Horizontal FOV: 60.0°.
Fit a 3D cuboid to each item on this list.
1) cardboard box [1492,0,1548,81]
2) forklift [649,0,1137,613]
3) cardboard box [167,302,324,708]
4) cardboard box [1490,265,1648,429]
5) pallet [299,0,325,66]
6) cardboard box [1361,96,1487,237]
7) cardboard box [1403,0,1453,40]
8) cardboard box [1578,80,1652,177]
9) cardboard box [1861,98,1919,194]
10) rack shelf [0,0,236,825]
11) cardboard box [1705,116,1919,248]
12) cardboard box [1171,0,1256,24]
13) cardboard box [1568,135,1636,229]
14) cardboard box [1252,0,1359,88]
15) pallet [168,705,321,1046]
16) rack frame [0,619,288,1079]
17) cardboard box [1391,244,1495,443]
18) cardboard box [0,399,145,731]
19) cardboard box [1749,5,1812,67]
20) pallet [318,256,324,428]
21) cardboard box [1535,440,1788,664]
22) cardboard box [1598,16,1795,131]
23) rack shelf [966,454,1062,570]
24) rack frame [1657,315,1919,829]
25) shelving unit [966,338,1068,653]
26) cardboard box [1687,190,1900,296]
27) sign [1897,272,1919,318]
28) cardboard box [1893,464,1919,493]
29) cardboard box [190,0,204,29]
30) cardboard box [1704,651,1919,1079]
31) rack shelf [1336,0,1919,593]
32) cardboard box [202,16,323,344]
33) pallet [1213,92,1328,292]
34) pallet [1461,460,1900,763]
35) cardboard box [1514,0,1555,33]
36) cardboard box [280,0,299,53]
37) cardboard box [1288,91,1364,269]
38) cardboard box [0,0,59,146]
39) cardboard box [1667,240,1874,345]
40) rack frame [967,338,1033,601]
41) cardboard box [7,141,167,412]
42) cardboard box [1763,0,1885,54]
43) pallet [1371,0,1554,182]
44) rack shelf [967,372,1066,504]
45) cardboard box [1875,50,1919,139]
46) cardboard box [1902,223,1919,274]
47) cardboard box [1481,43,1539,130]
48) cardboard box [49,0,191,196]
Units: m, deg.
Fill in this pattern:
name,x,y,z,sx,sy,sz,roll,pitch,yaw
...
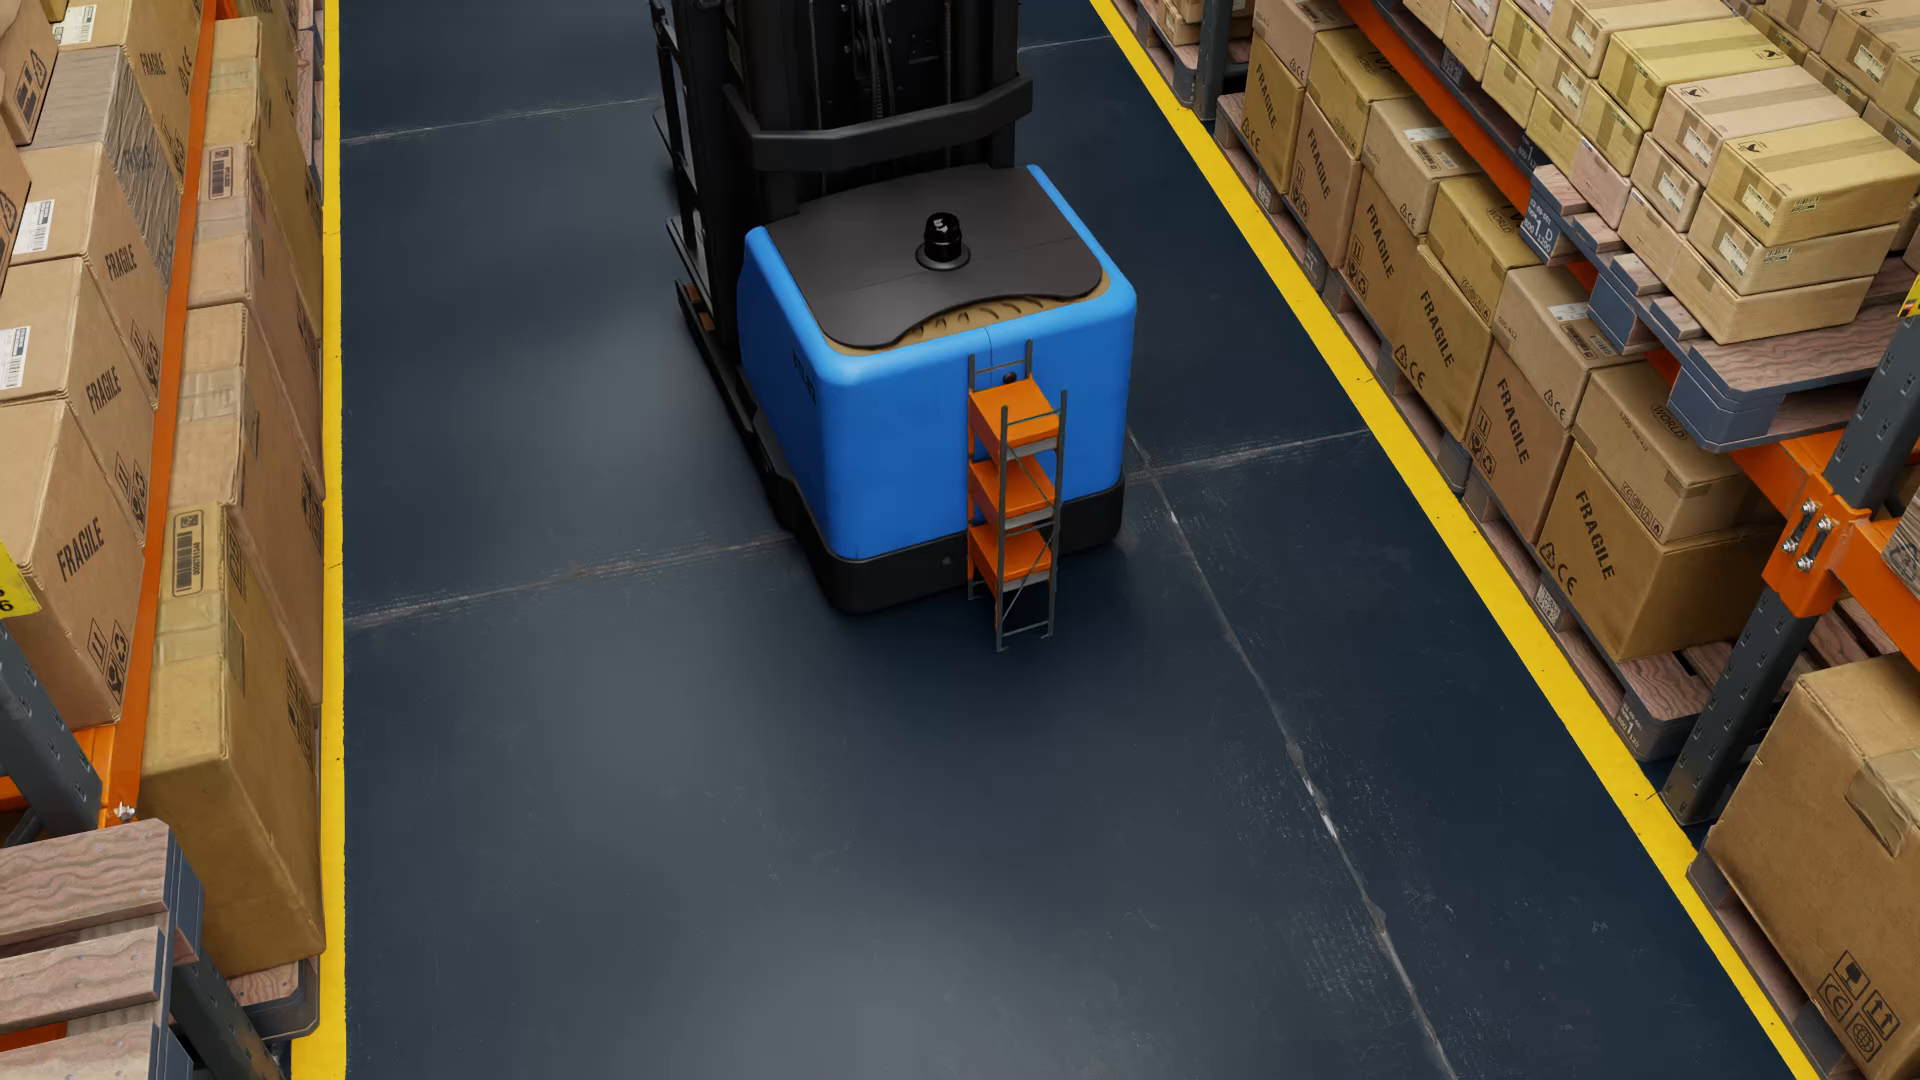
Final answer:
name,x,y,z,sx,sy,sz,roll,pitch,yaw
cardboard box,1.764,-1.463,4.757,0.380,0.149,0.250,-11,47,-11
forklift,-0.469,-1.857,5.517,1.130,2.935,3.031,-16,48,-15
cardboard box,-2.602,0.005,4.838,1.225,0.875,0.875,-11,47,-10
cardboard box,2.027,-0.637,5.205,0.500,0.250,0.500,-10,46,-10
pallet,-3.684,-2.663,8.212,1.003,0.211,1.213,-11,47,-10
cardboard box,1.770,-1.349,5.903,0.500,0.250,0.500,-9,46,-9
cardboard box,1.629,-1.721,5.218,0.380,0.149,0.250,-13,47,-12
cardboard box,1.889,-1.117,4.418,0.380,0.149,0.250,-10,46,-9
cardboard box,2.595,-1.052,4.354,0.380,0.149,0.250,-9,46,-8
rack shelf,-2.737,-0.623,4.764,1.077,0.370,4.000,-11,47,-10
cardboard box,2.027,-0.853,3.951,0.380,0.149,0.250,-12,47,-12
cardboard box,1.184,-2.505,7.599,0.380,0.149,0.250,-10,46,-10
cardboard box,1.897,-0.996,4.508,0.380,0.149,0.250,-10,46,-10
cardboard box,1.505,-2.069,6.608,0.500,0.250,0.500,-13,47,-12
pallet,-2.354,0.924,4.697,1.003,0.211,1.213,-11,47,-10
rack frame,-2.222,0.505,3.155,0.949,2.616,0.053,-11,47,-10
cardboard box,1.894,-0.731,5.822,0.500,0.500,0.500,-13,47,-12
cardboard box,-2.086,0.086,3.496,0.500,0.500,0.500,-9,46,-9
cardboard box,2.458,-1.409,4.705,0.380,0.149,0.250,-11,47,-10
pallet,-2.979,-0.761,6.348,1.003,0.211,1.213,-11,47,-10
cardboard box,2.174,-0.010,5.116,0.500,0.500,0.500,-11,47,-11
cardboard box,1.898,-1.208,4.299,0.380,0.149,0.250,-9,46,-9
rack shelf,0.164,-0.104,5.132,0.215,0.259,0.240,-16,48,-15
rack frame,2.596,-0.331,3.974,1.000,3.000,0.127,-11,47,-10
shelving unit,0.164,-0.112,5.124,0.215,1.050,0.252,-16,48,-15
cardboard box,2.029,-0.752,4.061,0.380,0.149,0.250,-10,46,-9
sign,2.073,-0.603,3.486,0.100,0.325,0.005,-11,47,-10
cardboard box,2.653,-0.386,4.959,0.500,0.250,0.500,-13,47,-12
cardboard box,-2.865,-2.018,5.557,0.500,0.500,0.500,-11,47,-10
cardboard box,2.665,0.746,4.200,1.050,0.750,0.750,-11,47,-11
rack shelf,2.084,-1.460,5.585,1.077,0.370,4.000,-11,47,-10
cardboard box,-3.066,-1.221,6.040,1.225,0.875,0.875,-11,47,-10
pallet,1.772,-1.580,7.150,1.003,0.211,1.213,-11,47,-10
pallet,2.397,0.105,5.499,1.003,0.211,1.213,-11,47,-10
cardboard box,1.770,-1.559,4.643,0.380,0.149,0.250,-11,47,-10
cardboard box,-3.571,-2.751,7.539,0.875,0.875,0.875,-11,47,-10
cardboard box,1.641,-1.441,6.518,0.500,0.500,0.500,-9,46,-9
cardboard box,-2.739,-1.300,4.152,0.797,0.503,0.637,-9,46,-9
cardboard box,2.025,-0.647,4.166,0.380,0.149,0.250,-10,46,-10
rack frame,0.119,-0.192,5.204,0.200,1.050,0.008,-16,48,-15
cardboard box,-2.355,-0.623,4.190,0.500,0.500,0.500,-11,47,-11
cardboard box,2.467,-1.491,4.576,0.380,0.149,0.250,-13,47,-12
pallet,2.049,-1.623,5.375,1.003,0.211,1.213,-11,47,-10
rack shelf,0.164,-0.303,4.929,0.215,0.259,0.240,-16,48,-15
cardboard box,2.593,-1.138,4.230,0.380,0.149,0.250,-12,47,-11
cardboard box,2.676,-0.736,4.253,0.380,0.149,0.250,-11,47,-11
cardboard box,1.766,-1.354,4.859,0.380,0.149,0.250,-13,47,-12
cardboard box,-2.605,-1.315,4.869,0.500,0.500,0.500,-11,47,-11
